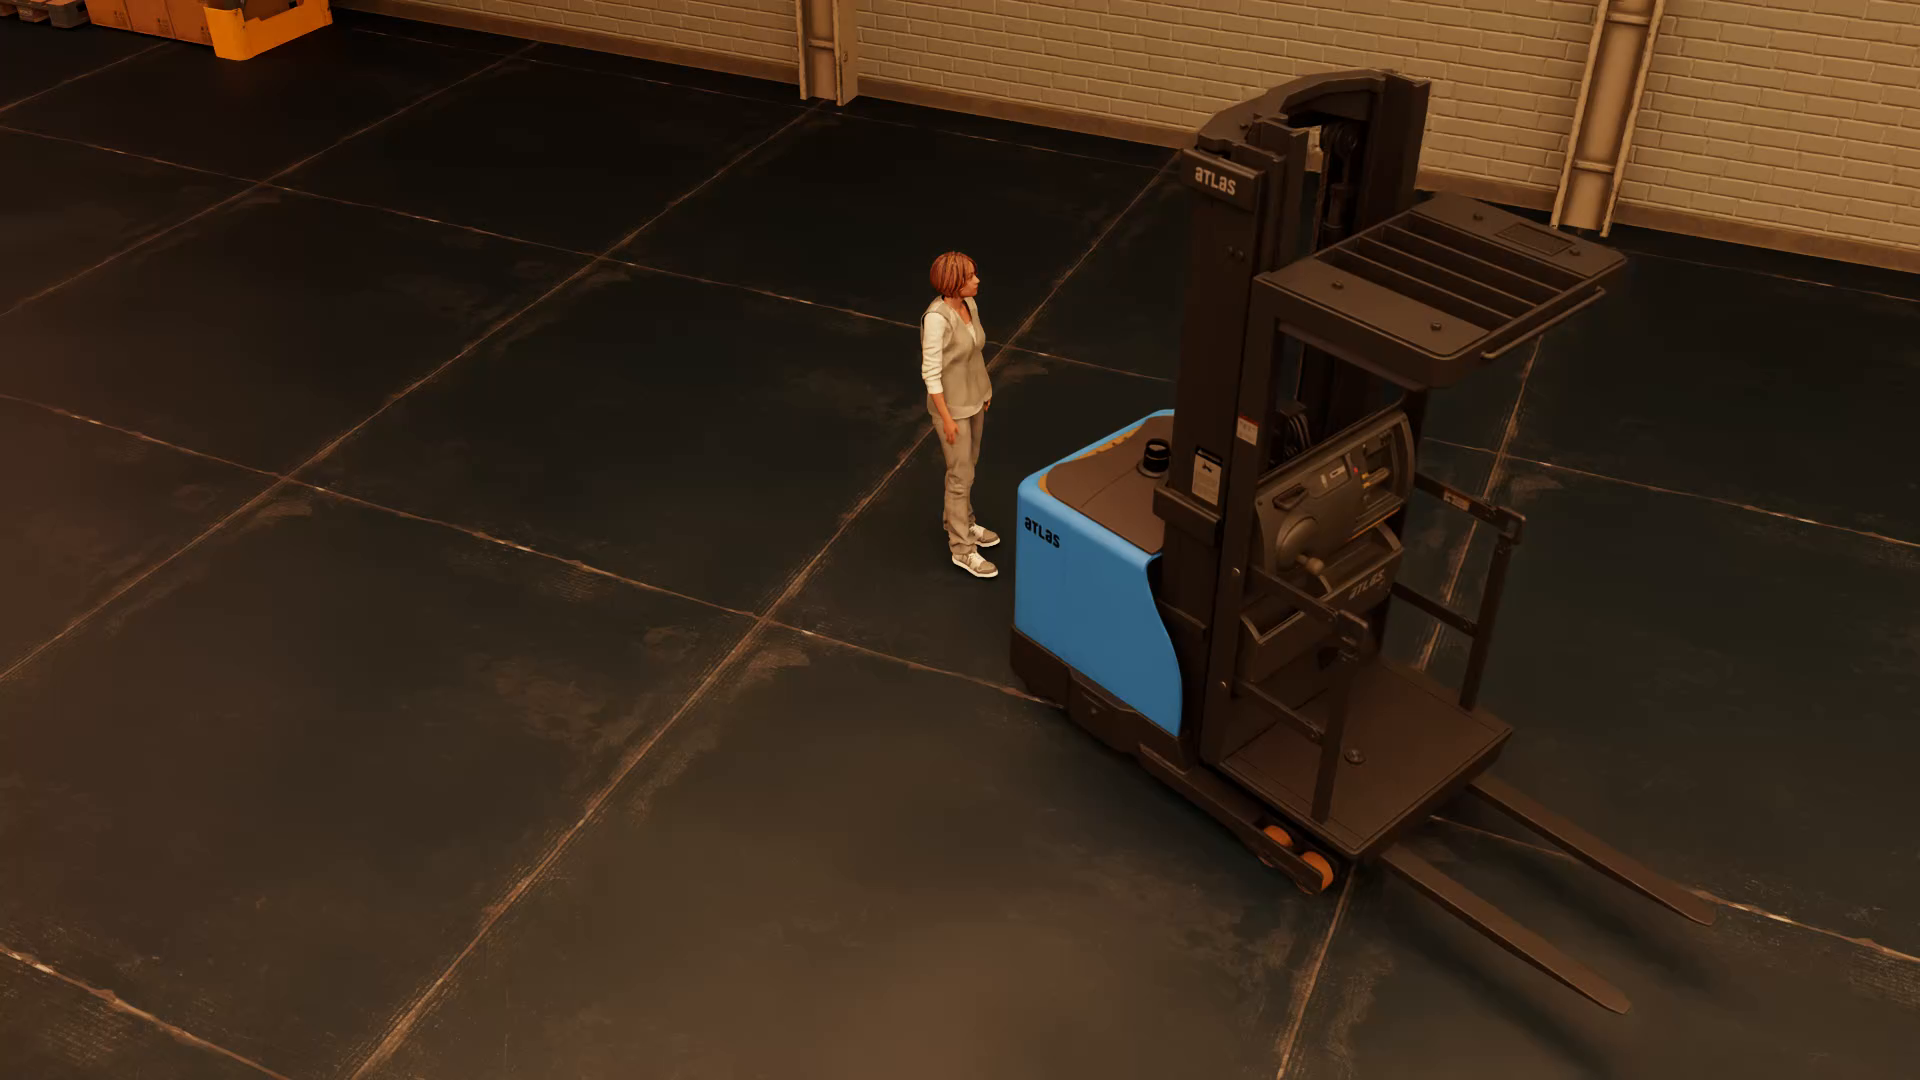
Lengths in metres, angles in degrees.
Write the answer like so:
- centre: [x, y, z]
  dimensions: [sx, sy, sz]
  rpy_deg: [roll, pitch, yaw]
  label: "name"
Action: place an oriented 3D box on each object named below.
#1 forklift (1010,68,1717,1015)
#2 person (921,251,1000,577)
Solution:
- centre: [1.586, -0.119, 6.254]
  dimensions: [1.130, 2.935, 3.031]
  rpy_deg: [-27, 44, -33]
  label: "forklift"
- centre: [0.062, -0.629, 8.108]
  dimensions: [0.473, 1.595, 0.520]
  rpy_deg: [15, 38, 20]
  label: "person"
